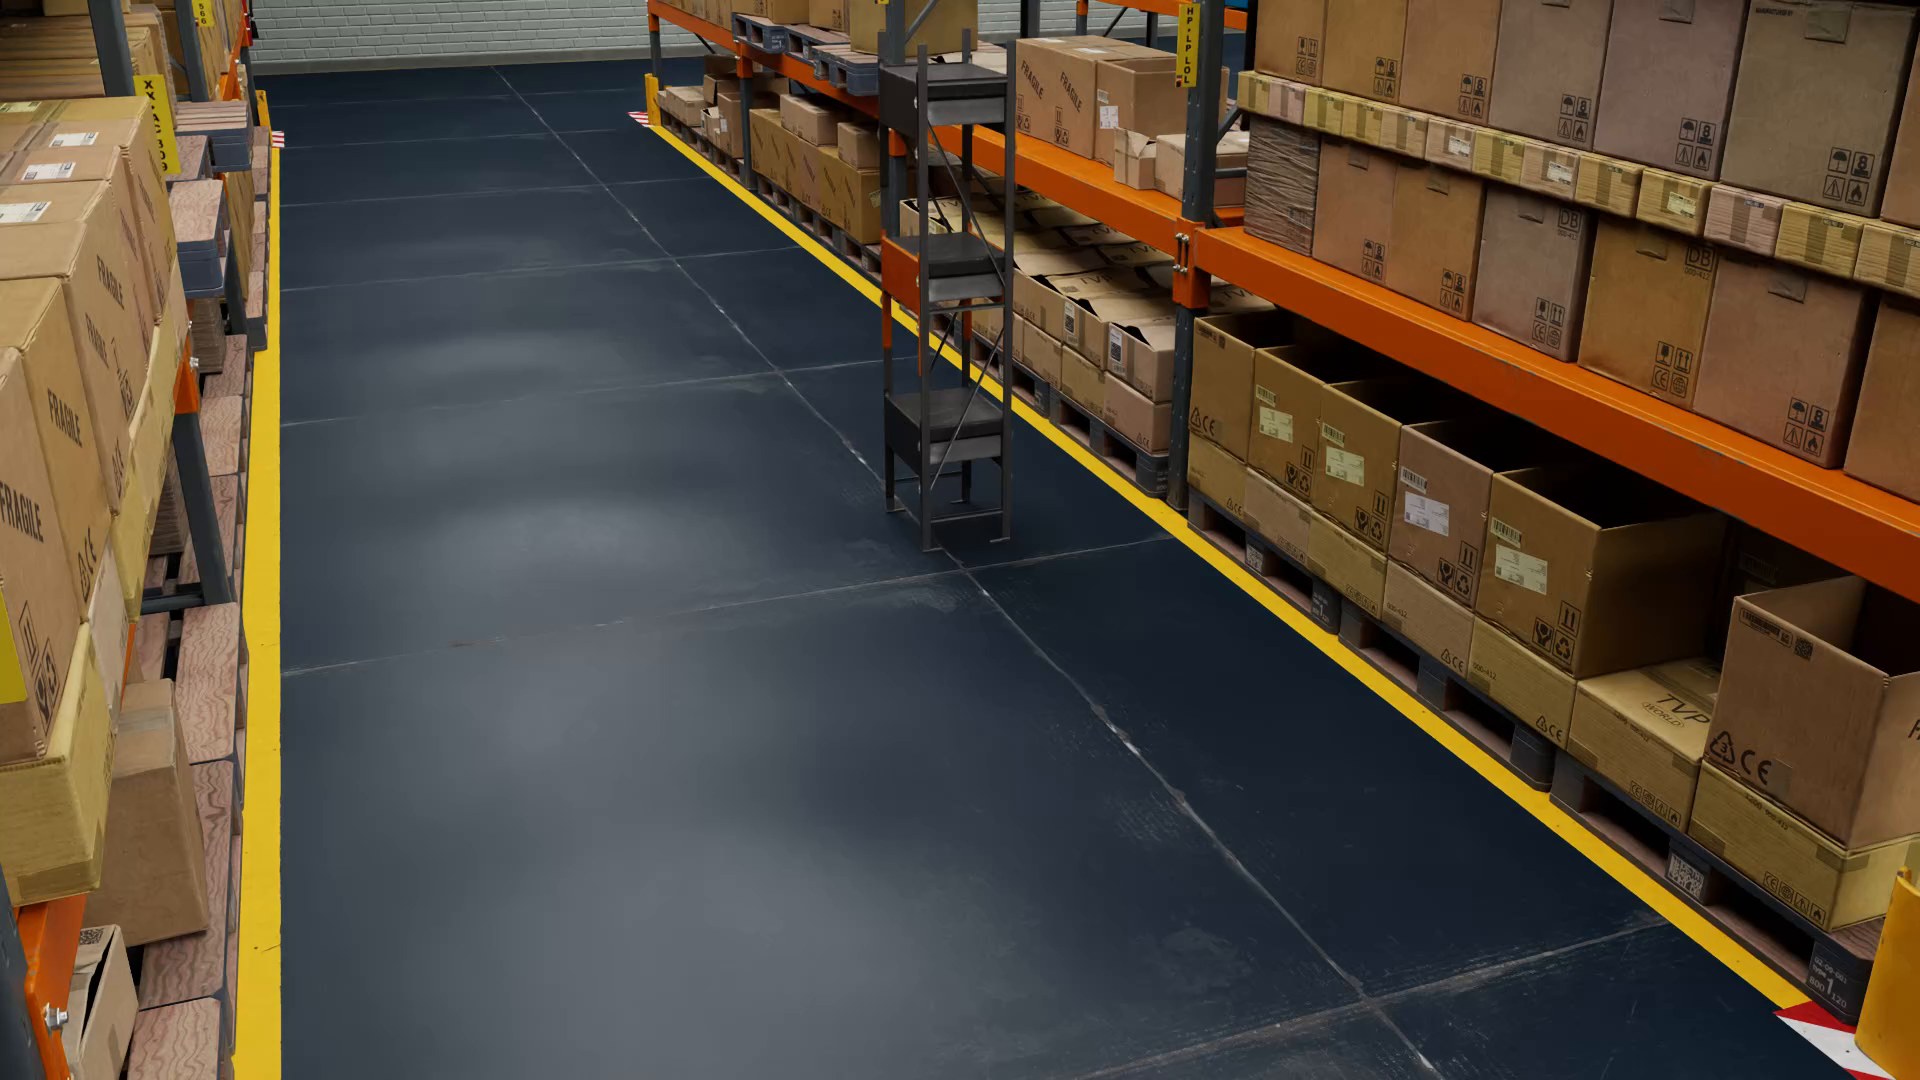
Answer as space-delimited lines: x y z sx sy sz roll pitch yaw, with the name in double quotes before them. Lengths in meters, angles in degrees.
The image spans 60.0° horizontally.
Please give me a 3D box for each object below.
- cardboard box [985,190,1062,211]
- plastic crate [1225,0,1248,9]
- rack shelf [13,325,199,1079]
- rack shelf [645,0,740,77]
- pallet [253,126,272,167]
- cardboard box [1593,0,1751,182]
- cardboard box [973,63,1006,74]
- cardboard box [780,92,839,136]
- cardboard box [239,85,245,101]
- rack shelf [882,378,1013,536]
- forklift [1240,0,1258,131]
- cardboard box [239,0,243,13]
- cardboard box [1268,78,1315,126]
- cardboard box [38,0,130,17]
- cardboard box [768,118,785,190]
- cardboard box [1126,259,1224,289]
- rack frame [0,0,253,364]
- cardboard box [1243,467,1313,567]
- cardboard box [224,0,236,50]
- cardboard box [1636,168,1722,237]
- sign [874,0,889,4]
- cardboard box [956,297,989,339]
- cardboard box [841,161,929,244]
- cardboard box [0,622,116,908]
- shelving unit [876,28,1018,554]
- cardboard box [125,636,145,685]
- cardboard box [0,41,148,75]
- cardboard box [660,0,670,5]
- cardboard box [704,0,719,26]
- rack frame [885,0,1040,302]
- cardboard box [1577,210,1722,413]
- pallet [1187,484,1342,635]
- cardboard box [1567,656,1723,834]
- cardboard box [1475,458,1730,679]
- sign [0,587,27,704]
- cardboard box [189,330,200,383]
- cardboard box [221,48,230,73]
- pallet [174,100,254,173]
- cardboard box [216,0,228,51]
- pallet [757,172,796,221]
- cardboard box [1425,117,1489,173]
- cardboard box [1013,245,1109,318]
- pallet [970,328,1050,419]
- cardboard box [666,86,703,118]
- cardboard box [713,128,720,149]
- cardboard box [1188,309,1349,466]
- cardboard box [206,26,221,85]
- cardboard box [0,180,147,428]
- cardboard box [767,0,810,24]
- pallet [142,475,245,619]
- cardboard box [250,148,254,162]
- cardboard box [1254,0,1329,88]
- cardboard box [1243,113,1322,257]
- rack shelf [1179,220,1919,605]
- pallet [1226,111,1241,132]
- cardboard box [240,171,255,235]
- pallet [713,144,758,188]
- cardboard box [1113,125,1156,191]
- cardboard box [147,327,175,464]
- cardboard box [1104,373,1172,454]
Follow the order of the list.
"cardboard box" 0.438 -2.076 10.590 0.500 0.311 0.500 -8 24 -18
"plastic crate" 2.761 -5.322 15.959 0.392 0.384 0.575 -8 24 -19
"rack shelf" -2.491 0.145 3.970 1.077 0.370 4.000 -8 24 -19
"rack shelf" -2.097 -4.896 15.930 1.077 0.370 4.000 -8 24 -19
"pallet" -7.081 -3.708 15.777 1.003 0.211 1.213 -8 24 -19
"cardboard box" 2.307 -1.349 4.788 0.700 0.500 0.500 -8 24 -19
"cardboard box" 0.157 -2.655 9.801 0.500 0.311 0.500 -9 24 -20
"cardboard box" -1.094 -3.325 12.962 0.500 0.250 0.500 -8 24 -19
"cardboard box" -6.327 -3.785 14.211 0.380 0.149 0.250 -9 24 -20
"rack shelf" -0.058 -0.370 7.262 0.431 0.518 0.480 -8 24 -19
"forklift" 2.331 -2.839 10.211 1.130 2.935 3.031 8 24 17
"cardboard box" -7.247 -5.227 15.404 0.980 0.700 0.700 -7 24 -17
"cardboard box" 1.438 -1.724 6.513 0.380 0.149 0.250 -8 24 -18
"cardboard box" -4.333 -2.678 8.211 0.380 0.149 0.250 -13 26 -28
"cardboard box" -1.249 -3.150 13.514 0.500 0.500 0.500 -8 24 -18
"cardboard box" 1.167 -1.334 8.830 0.500 0.311 0.500 -9 25 -21
"rack frame" -4.610 -2.366 9.002 1.000 3.000 0.127 -8 24 -19
"cardboard box" 1.488 -0.128 6.691 0.500 0.250 0.500 -8 24 -19
"cardboard box" -6.200 -4.157 12.865 0.980 0.700 0.700 -8 24 -18
"cardboard box" 2.171 -0.973 4.733 0.380 0.149 0.250 -8 24 -17
"sign" -0.482 -3.467 10.224 0.100 0.325 0.005 -8 24 -19
"cardboard box" 0.301 -1.373 9.644 0.500 0.250 0.500 -9 24 -20
"cardboard box" -0.527 -2.406 11.748 0.500 0.500 0.500 -7 24 -17
"cardboard box" -1.660 0.379 2.655 0.500 0.250 0.500 -9 25 -21
"shelving unit" -0.058 -1.028 6.985 0.431 2.100 0.503 -8 24 -19
"cardboard box" -2.793 0.408 5.072 0.500 0.500 0.500 -10 25 -23
"cardboard box" -3.798 -1.790 6.941 0.700 0.500 0.500 -5 23 -12
"cardboard box" -2.706 -5.616 16.584 0.500 0.500 0.500 -9 24 -20
"cardboard box" -1.991 -4.880 14.838 0.500 0.500 0.500 -8 24 -17
"rack frame" 0.023 -3.047 10.618 1.000 3.000 0.127 -8 24 -19
"cardboard box" 2.336 -0.729 4.990 0.700 0.500 0.500 -8 24 -19
"pallet" 1.677 -0.014 7.012 1.003 0.211 1.213 -8 24 -19
"cardboard box" 2.195 0.599 4.967 0.500 0.250 0.500 -8 24 -19
"cardboard box" 2.014 0.072 5.251 0.500 0.500 0.500 -8 24 -19
"sign" -1.277 0.067 2.114 0.100 0.325 0.005 -8 24 -19
"cardboard box" -4.234 -0.960 8.317 0.700 0.500 0.500 -8 24 -19
"cardboard box" -5.330 -3.353 11.640 0.380 0.149 0.250 -8 24 -19
"pallet" -4.259 -2.034 8.460 1.213 0.211 1.003 -8 24 -19
"cardboard box" -5.435 -3.695 11.617 0.500 0.500 0.500 -8 24 -19
"pallet" -1.068 -2.925 13.919 1.003 0.211 1.213 -8 24 -19
"cardboard box" 1.808 -1.347 5.620 0.380 0.149 0.250 -9 25 -21
"cardboard box" 0.486 -1.440 9.081 0.500 0.311 0.500 -9 24 -20
"pallet" 0.704 -1.015 9.387 1.003 0.211 1.213 -8 24 -19
"cardboard box" -2.700 -4.472 16.971 0.500 0.250 0.500 -8 24 -19
"cardboard box" -2.046 -3.686 15.237 0.380 0.149 0.250 -8 24 -19
"cardboard box" 1.307 -0.655 6.975 0.500 0.500 0.500 -8 24 -19
"cardboard box" -4.719 -2.962 9.878 0.500 0.500 0.500 -8 24 -17
"cardboard box" -2.207 -0.515 3.813 0.500 0.500 0.500 -8 24 -17
"cardboard box" -1.130 -4.296 12.912 0.700 0.500 0.500 -5 23 -11
"pallet" -3.474 0.089 6.766 1.003 0.211 1.213 -8 24 -19
"cardboard box" -6.545 -3.517 14.410 0.700 0.500 0.500 -8 24 -18
"cardboard box" 1.598 -2.078 6.518 0.700 0.500 0.500 -8 24 -19
"cardboard box" 1.598 -1.480 6.770 0.700 0.500 0.500 -9 24 -20
"rack shelf" 2.142 -0.536 5.585 1.077 0.370 4.000 -8 24 -19
"pallet" 2.949 -4.156 16.839 1.003 0.211 1.213 -8 24 -19
"cardboard box" -5.355 -2.482 11.503 0.750 0.750 0.750 -8 24 -17
"pallet" -1.632 -3.465 15.200 1.003 0.211 1.213 -8 24 -19
"cardboard box" 0.953 -1.826 7.894 0.396 0.266 0.258 -9 24 -20
"cardboard box" -2.386 -0.360 4.409 0.500 0.250 0.500 -8 24 -19
"cardboard box" 1.018 -0.631 7.885 0.500 0.250 0.500 -9 24 -20
